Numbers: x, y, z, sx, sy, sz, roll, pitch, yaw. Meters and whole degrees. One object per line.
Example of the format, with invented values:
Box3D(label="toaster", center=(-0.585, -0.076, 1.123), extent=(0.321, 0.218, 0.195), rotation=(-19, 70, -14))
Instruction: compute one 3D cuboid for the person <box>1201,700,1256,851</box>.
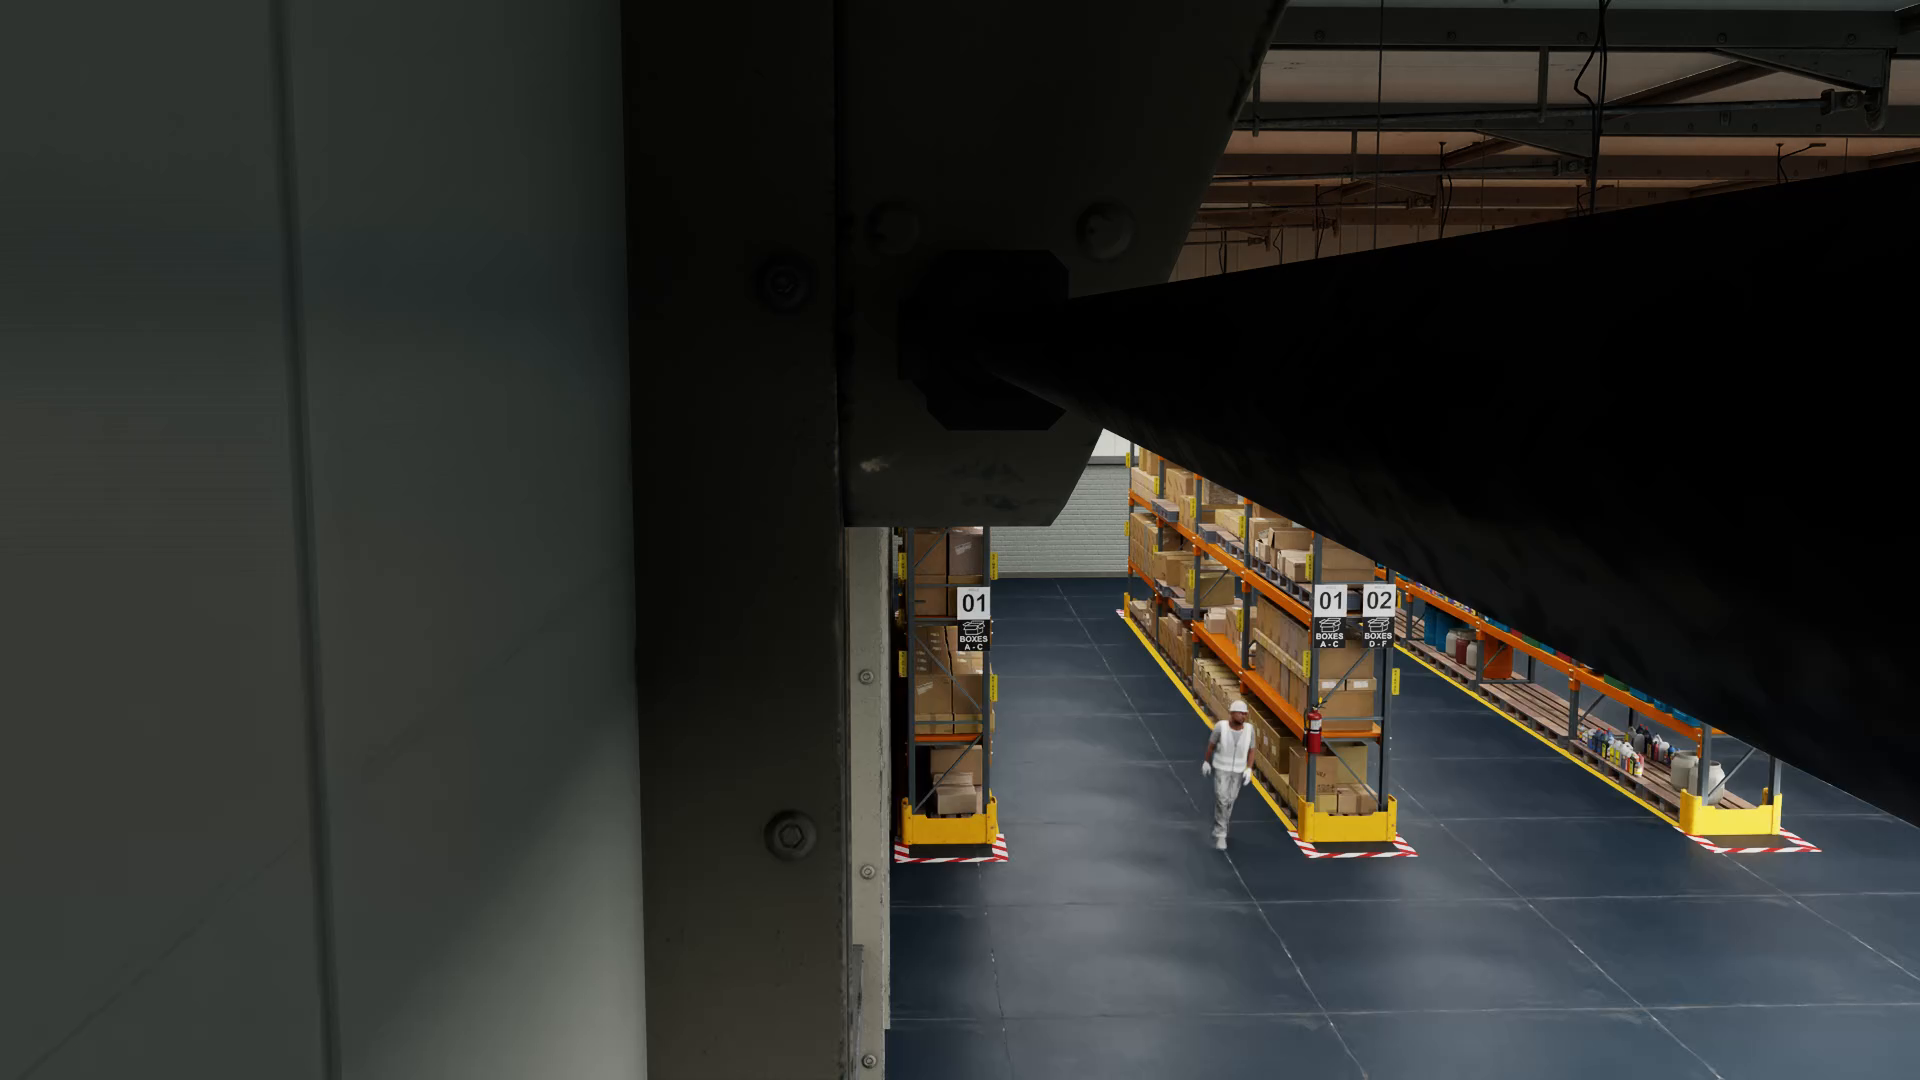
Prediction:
Box3D(label="person", center=(3.332, 2.854, 20.430), extent=(0.617, 1.797, 0.651), rotation=(-1, 7, -7))
